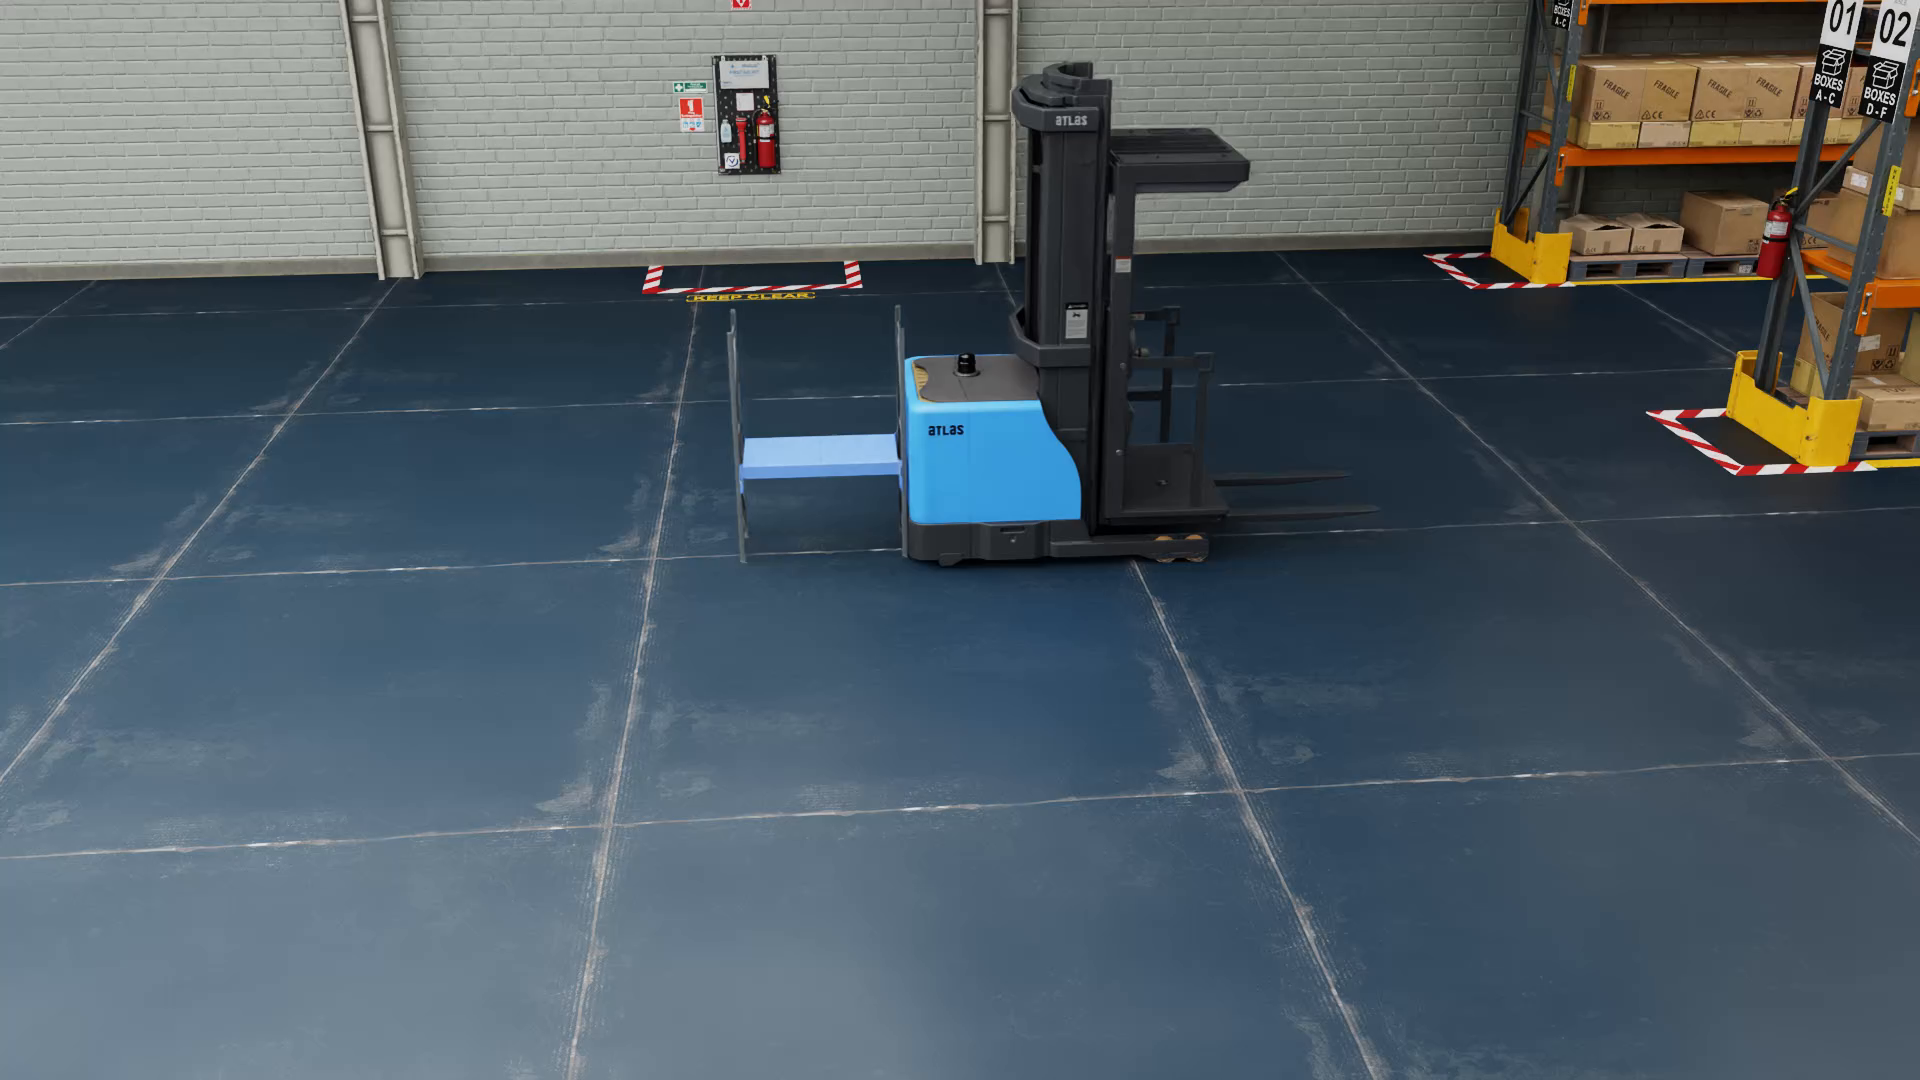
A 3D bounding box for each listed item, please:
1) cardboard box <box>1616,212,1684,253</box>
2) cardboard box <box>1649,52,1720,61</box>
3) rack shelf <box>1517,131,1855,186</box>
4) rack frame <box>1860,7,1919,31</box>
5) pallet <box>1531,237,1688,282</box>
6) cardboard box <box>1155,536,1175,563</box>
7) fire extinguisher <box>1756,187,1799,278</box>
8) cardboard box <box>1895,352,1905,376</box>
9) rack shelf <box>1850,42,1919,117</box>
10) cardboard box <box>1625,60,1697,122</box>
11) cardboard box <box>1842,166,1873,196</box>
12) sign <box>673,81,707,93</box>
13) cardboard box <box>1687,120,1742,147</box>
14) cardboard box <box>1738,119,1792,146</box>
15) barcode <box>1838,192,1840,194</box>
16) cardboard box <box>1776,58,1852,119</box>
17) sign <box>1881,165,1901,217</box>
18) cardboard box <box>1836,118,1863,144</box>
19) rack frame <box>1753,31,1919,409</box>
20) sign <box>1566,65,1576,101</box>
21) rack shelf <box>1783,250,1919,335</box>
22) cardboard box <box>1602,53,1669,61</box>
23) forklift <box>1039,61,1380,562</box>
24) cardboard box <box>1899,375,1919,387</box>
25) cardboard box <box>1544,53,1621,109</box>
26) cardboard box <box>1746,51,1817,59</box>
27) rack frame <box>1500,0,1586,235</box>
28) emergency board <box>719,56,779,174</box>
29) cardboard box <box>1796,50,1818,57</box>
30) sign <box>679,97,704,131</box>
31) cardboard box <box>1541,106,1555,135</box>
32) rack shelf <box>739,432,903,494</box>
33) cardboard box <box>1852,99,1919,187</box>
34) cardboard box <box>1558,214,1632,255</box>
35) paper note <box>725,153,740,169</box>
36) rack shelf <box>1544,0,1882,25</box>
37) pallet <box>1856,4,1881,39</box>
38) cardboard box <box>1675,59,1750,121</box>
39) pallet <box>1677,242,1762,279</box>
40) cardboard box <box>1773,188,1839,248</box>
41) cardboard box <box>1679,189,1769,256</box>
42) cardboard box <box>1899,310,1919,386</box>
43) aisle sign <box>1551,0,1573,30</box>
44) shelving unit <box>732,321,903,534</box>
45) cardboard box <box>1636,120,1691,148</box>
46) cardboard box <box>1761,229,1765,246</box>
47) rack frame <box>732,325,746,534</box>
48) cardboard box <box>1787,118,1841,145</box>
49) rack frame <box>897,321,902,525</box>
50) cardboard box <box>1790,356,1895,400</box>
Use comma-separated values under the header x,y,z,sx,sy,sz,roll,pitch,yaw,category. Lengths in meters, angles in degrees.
x,y,z,sx,sy,sz,roll,pitch,yaw,category
6.979,-3.125,16.856,0.500,0.311,0.500,0,24,-1,cardboard box
15.270,0.065,5.669,13.577,0.889,26.022,-3,24,-7,cardboard box
7.705,-3.890,16.694,4.000,0.370,1.077,-2,24,-5,rack shelf
6.205,-4.878,10.645,0.127,3.000,1.000,-2,24,-5,rack frame
6.602,-2.886,16.982,1.213,0.211,1.003,-2,24,-5,pallet
1.282,0.059,10.425,0.160,0.156,0.130,-3,24,-6,cardboard box
6.042,-2.284,12.291,0.183,0.674,0.296,-2,24,-5,fire extinguisher
7.206,-1.238,12.709,0.500,0.250,0.500,-2,24,-5,cardboard box
8.195,-3.258,11.580,4.000,0.370,1.077,-2,24,-5,rack shelf
6.712,-4.335,16.047,0.500,0.500,0.500,-2,24,-5,cardboard box
6.566,-2.571,11.919,0.250,0.149,0.380,-3,24,-6,cardboard box
-2.663,-4.468,16.413,0.331,0.109,0.001,-2,24,-5,sign
7.254,-4.015,16.249,0.500,0.250,0.500,-3,24,-6,cardboard box
7.757,-4.034,16.293,0.500,0.250,0.500,-2,24,-5,cardboard box
9.134,-3.579,17.250,0.075,0.075,0.001,-2,24,-5,barcode
8.256,-4.400,16.192,0.500,0.500,0.500,-3,24,-7,cardboard box
6.253,-2.344,11.166,0.005,0.325,0.100,-2,24,-5,sign
8.757,-4.081,16.398,0.500,0.250,0.500,-2,24,-5,cardboard box
6.205,-2.136,11.864,0.127,3.000,1.000,-2,24,-5,rack frame
5.768,-4.315,15.699,0.005,0.325,0.100,-2,24,-5,sign
8.195,-1.888,12.189,4.000,0.370,1.077,-2,24,-5,rack shelf
6.664,-4.543,16.514,0.500,0.500,0.500,-2,24,-4,cardboard box
1.153,-1.406,10.305,3.031,2.935,1.121,-2,24,-4,forklift
7.258,-1.025,12.231,0.500,0.250,0.500,-2,24,-5,cardboard box
6.162,-4.527,16.478,0.500,0.500,0.500,-3,24,-6,cardboard box
8.195,-4.610,16.666,0.500,0.500,0.500,-2,24,-4,cardboard box
5.714,-4.139,16.368,0.127,3.000,1.000,-2,24,-5,rack frame
-2.104,-4.193,16.491,0.636,1.158,0.192,-2,24,-5,emergency board
8.692,-4.628,16.706,0.500,0.500,0.500,-2,24,-5,cardboard box
-2.668,-4.229,16.528,0.234,0.329,0.001,-2,24,-5,sign
6.160,-4.176,16.613,0.500,0.250,0.500,-2,24,-4,cardboard box
-0.873,-0.490,10.449,1.000,0.185,0.538,-2,24,-4,rack shelf
6.723,-2.791,11.615,0.500,0.500,0.700,-2,24,-5,cardboard box
6.412,-3.102,16.805,0.500,0.311,0.500,-5,24,-11,cardboard box
-2.291,-3.812,16.717,0.142,0.148,0.016,-2,24,-5,paper note
7.705,-5.260,16.085,4.000,0.370,1.077,-2,24,-5,rack shelf
6.911,-3.485,11.312,1.213,0.211,1.003,-2,24,-5,pallet
7.227,-4.353,16.088,0.500,0.500,0.500,-3,24,-7,cardboard box
7.813,-2.933,17.089,1.213,0.211,1.003,-2,24,-5,pallet
8.666,-3.299,17.016,0.500,0.500,0.500,-4,24,-9,cardboard box
7.714,-3.220,16.838,0.500,0.500,0.700,-4,24,-8,cardboard box
7.258,-1.367,12.077,0.500,0.500,0.500,-2,24,-5,cardboard box
5.672,-5.202,15.561,0.004,0.787,0.394,-2,24,-5,aisle sign
-0.873,-0.654,10.376,1.030,1.308,0.538,-2,24,-4,shelving unit
6.746,-3.997,16.209,0.500,0.250,0.500,-3,24,-7,cardboard box
8.101,-3.141,17.092,0.250,0.149,0.380,-4,24,-9,cardboard box
-1.380,-0.636,10.335,0.013,1.308,0.475,-2,24,-4,rack frame
8.258,-4.055,16.339,0.500,0.250,0.500,-2,24,-5,cardboard box
-0.367,-0.671,10.414,0.013,1.308,0.475,-2,24,-4,rack frame
6.710,-1.213,12.654,0.500,0.250,0.500,-2,24,-5,cardboard box
